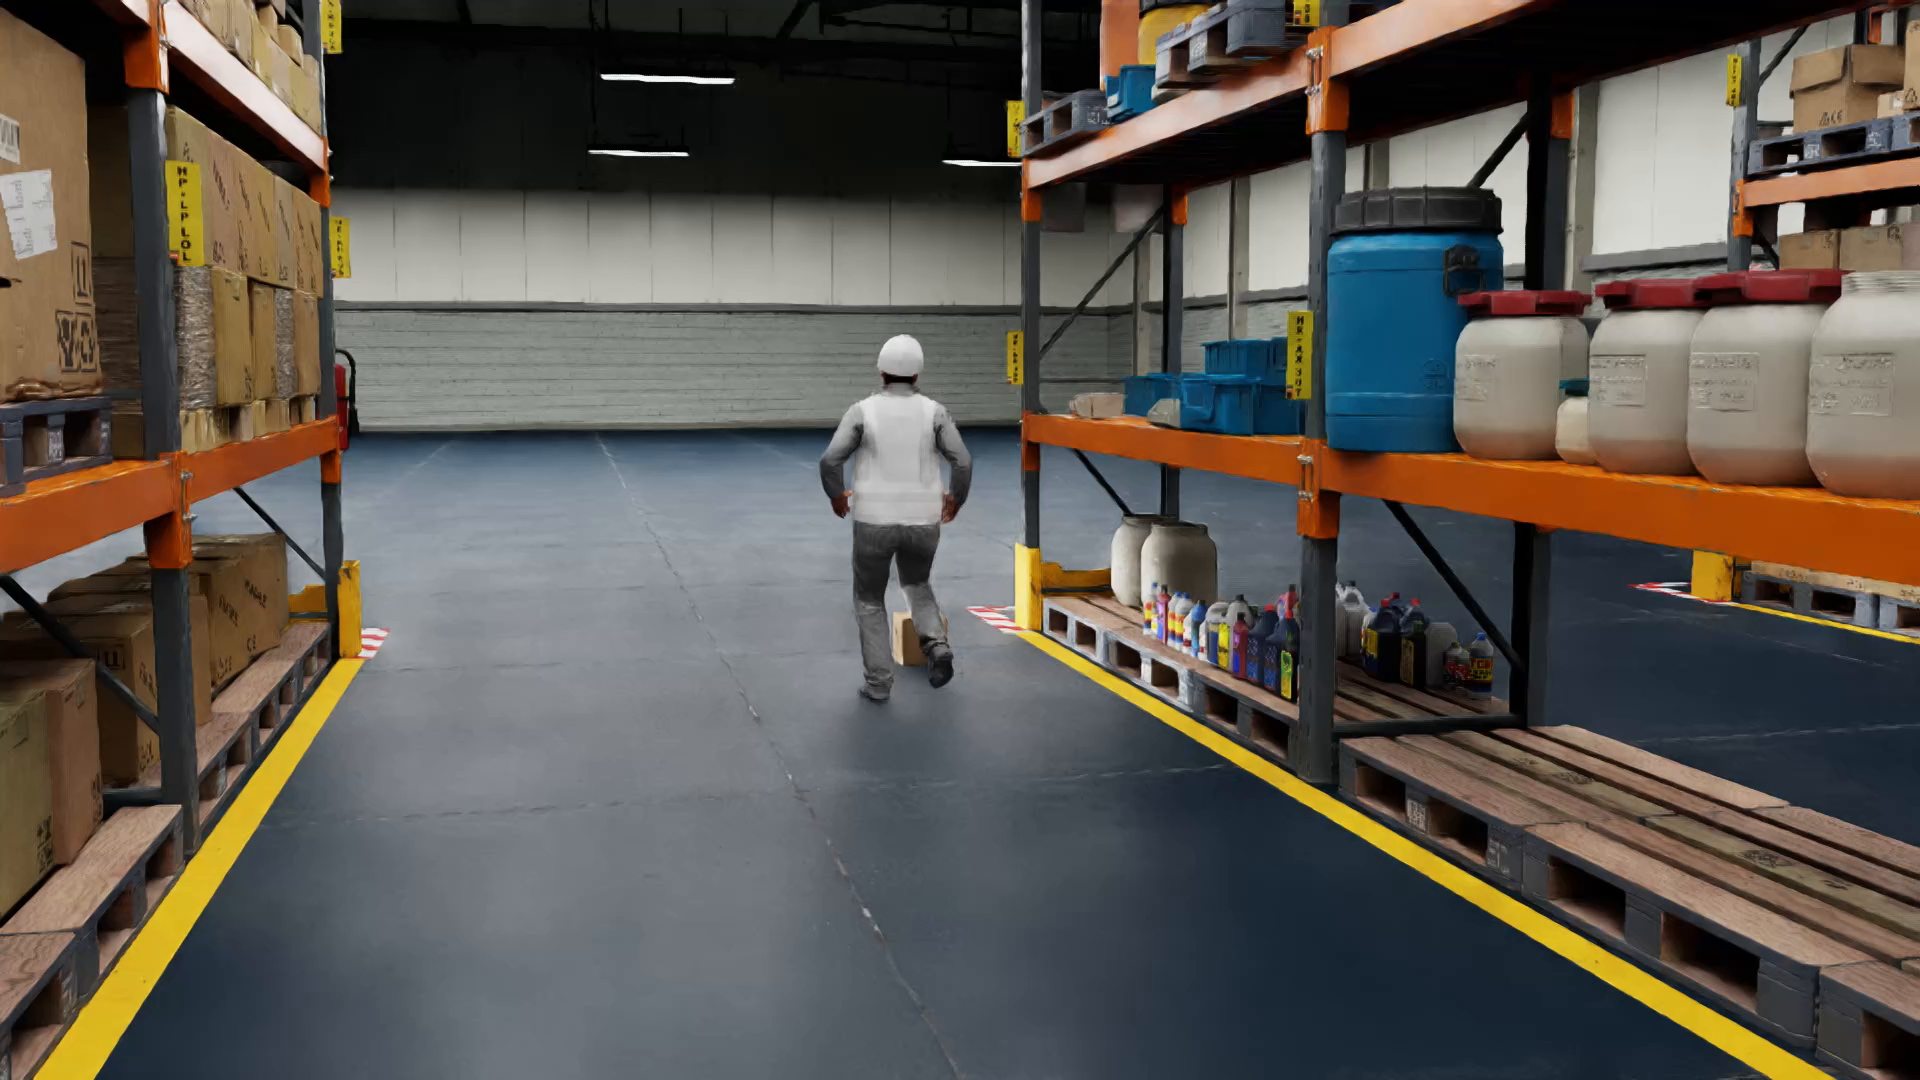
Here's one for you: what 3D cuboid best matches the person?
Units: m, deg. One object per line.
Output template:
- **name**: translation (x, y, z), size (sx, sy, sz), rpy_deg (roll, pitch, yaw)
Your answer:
- **person**: translation (-0.329, -0.107, 7.980), size (0.716, 1.747, 0.504), rpy_deg (-2, 6, -16)
